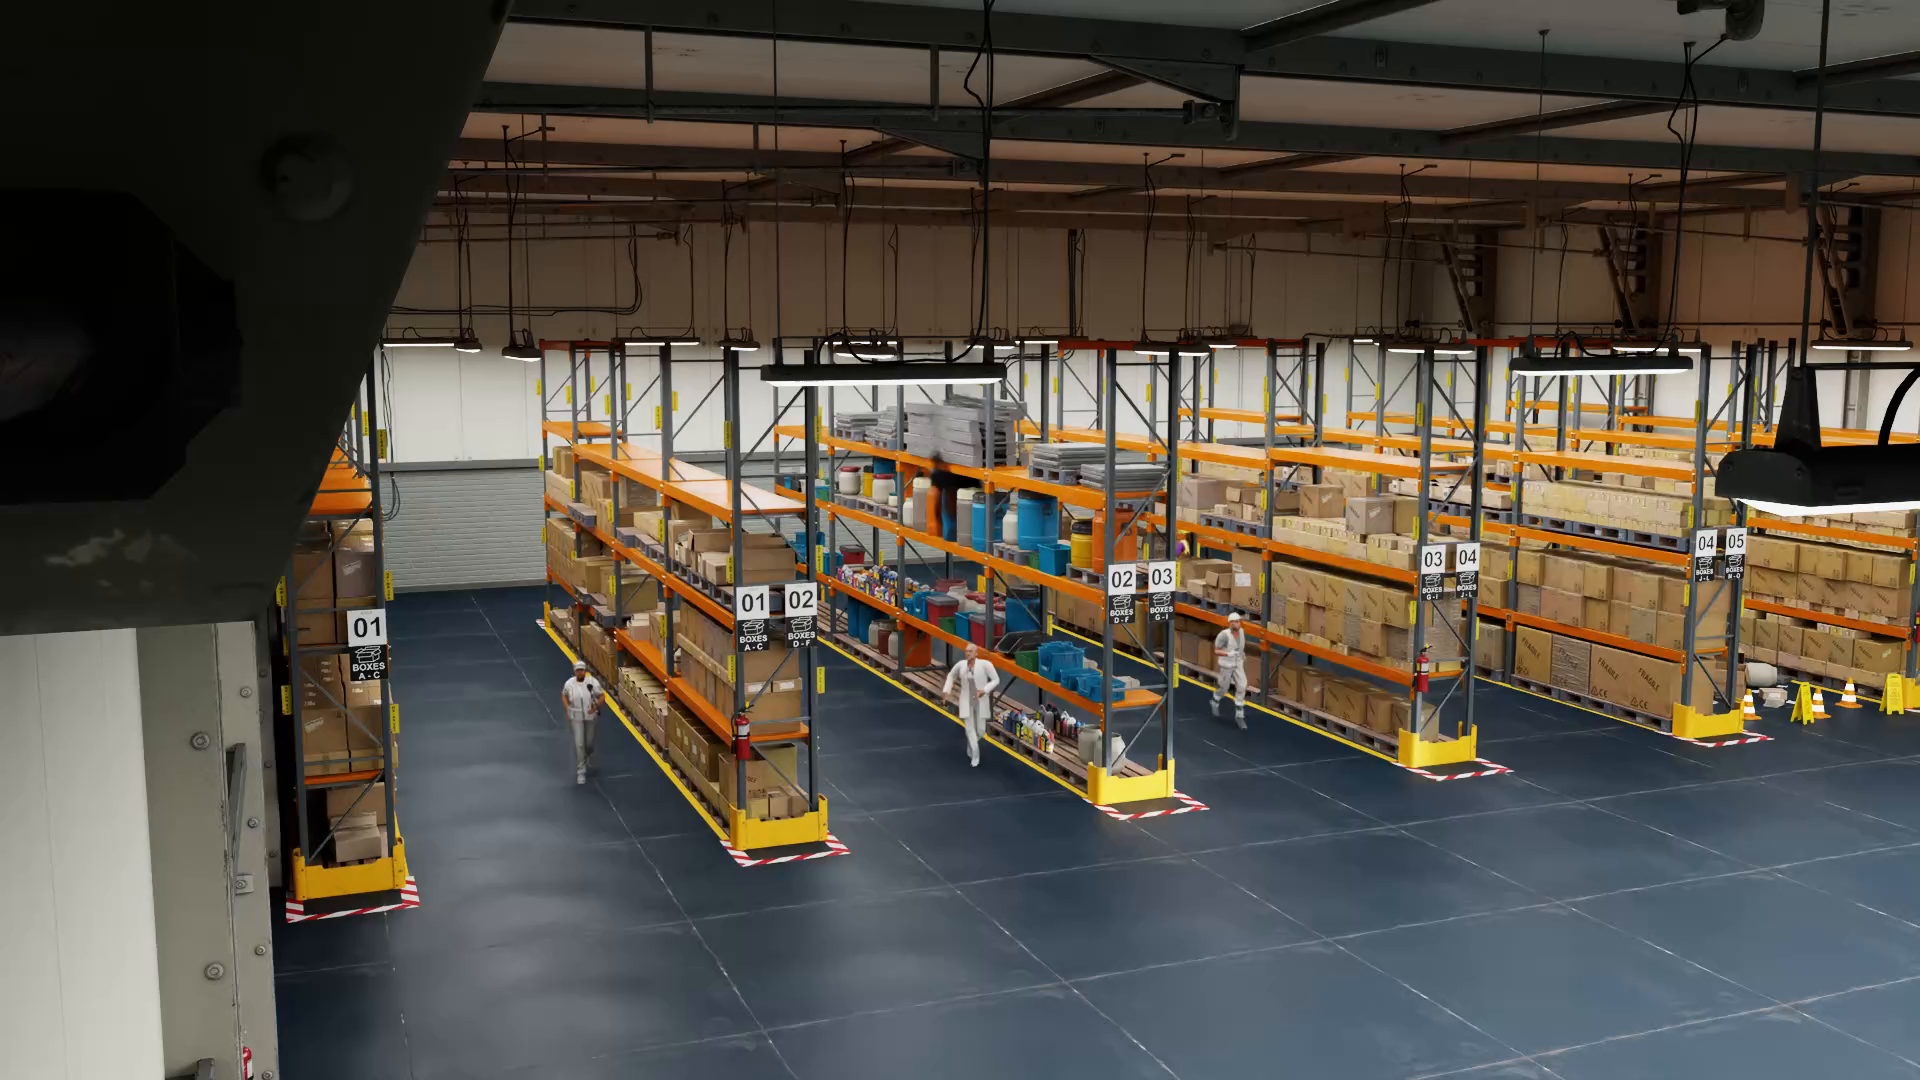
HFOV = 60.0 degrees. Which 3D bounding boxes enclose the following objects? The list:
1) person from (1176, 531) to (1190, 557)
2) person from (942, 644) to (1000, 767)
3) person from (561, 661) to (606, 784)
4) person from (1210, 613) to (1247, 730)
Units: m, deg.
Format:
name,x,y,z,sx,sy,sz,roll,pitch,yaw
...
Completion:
name,x,y,z,sx,sy,sz,roll,pitch,yaw
person,5.099,0.631,37.076,0.677,1.823,0.738,-3,8,-19
person,0.153,2.371,24.059,0.838,1.758,0.614,0,7,1
person,-5.233,2.486,23.153,0.599,1.663,0.837,-2,8,-13
person,4.273,2.029,26.337,0.692,1.816,0.984,-4,8,-26
